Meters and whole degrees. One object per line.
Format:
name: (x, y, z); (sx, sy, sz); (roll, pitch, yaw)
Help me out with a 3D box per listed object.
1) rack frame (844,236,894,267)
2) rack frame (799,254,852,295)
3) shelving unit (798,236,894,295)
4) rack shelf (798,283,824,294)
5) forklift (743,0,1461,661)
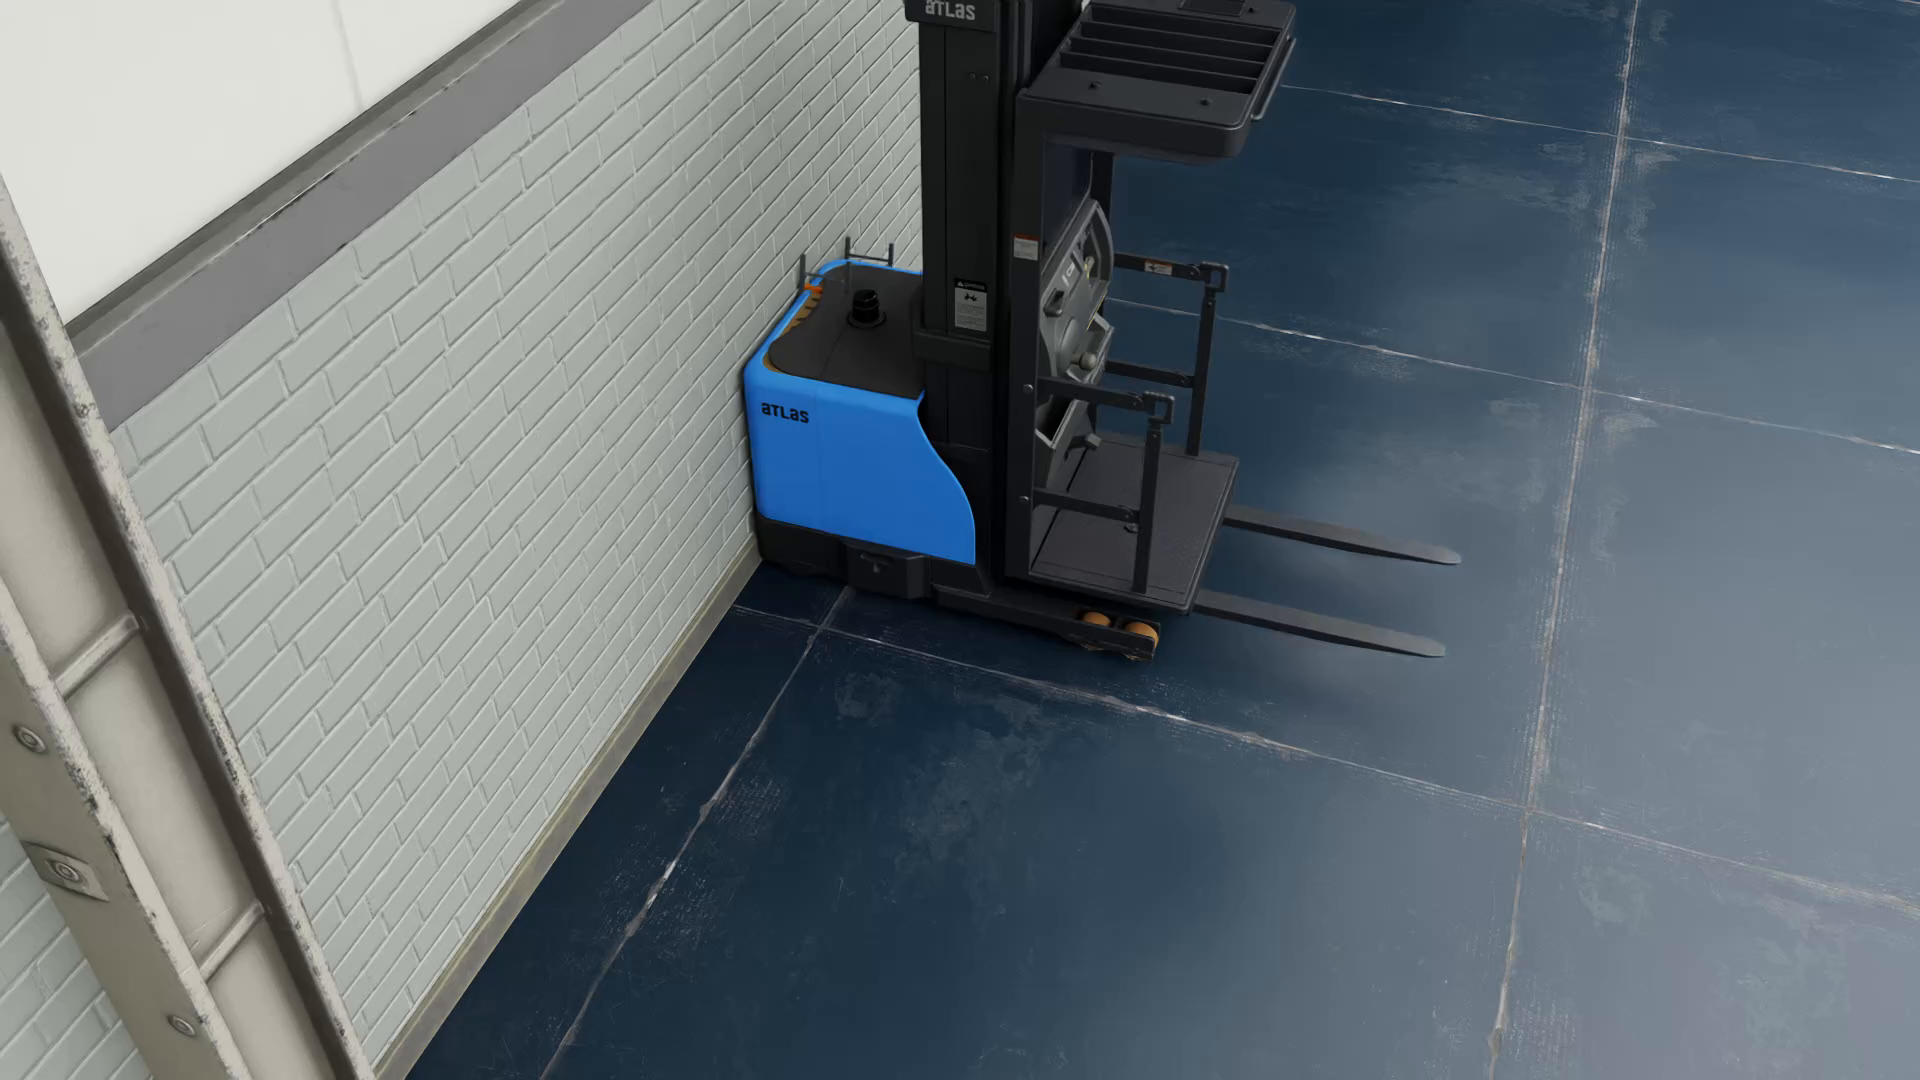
rack frame: (-0.460, -0.829, 7.905); (0.240, 1.200, 0.015); (11, 22, 17)
rack frame: (-0.628, -0.673, 7.475); (0.240, 1.200, 0.015); (11, 22, 17)
shelving unit: (-0.544, -0.751, 7.690); (0.258, 1.200, 0.503); (11, 22, 17)
rack shelf: (-0.516, -1.116, 7.547); (0.258, 0.148, 0.480); (11, 22, 17)
forklift: (0.655, -0.989, 6.605); (3.031, 2.935, 1.130); (12, 42, 14)
